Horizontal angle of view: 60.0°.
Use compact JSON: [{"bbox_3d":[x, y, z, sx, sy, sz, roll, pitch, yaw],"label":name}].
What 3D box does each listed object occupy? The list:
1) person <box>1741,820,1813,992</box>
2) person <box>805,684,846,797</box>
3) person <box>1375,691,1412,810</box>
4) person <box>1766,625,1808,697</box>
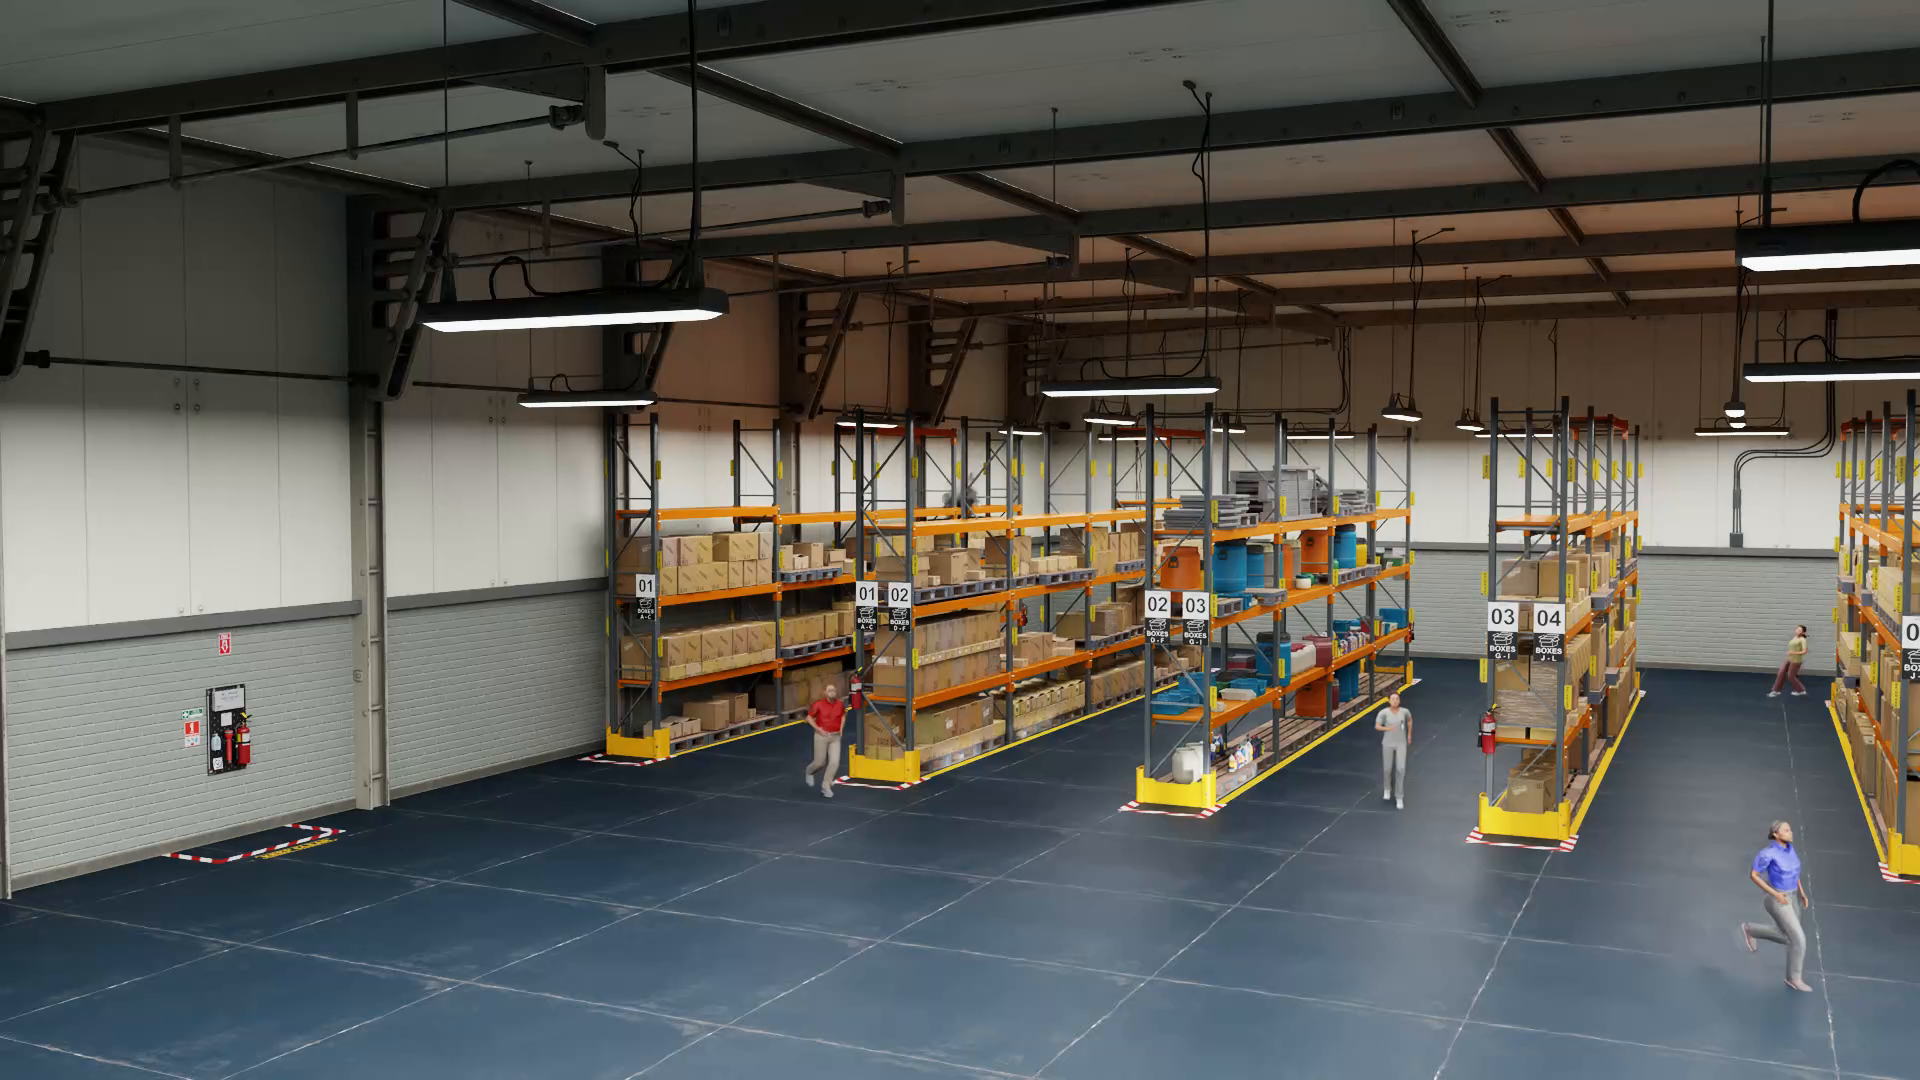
[{"bbox_3d":[7.996,3.537,16.267,0.572,1.615,0.772,-2,3,-36],"label":"person"},{"bbox_3d":[-2.059,3.084,25.790,0.679,1.710,0.747,-1,3,-26],"label":"person"},{"bbox_3d":[6.482,3.106,24.870,0.566,1.721,0.831,0,2,9],"label":"person"},{"bbox_3d":[18.180,2.657,36.355,0.788,1.637,0.665,0,2,1],"label":"person"}]
